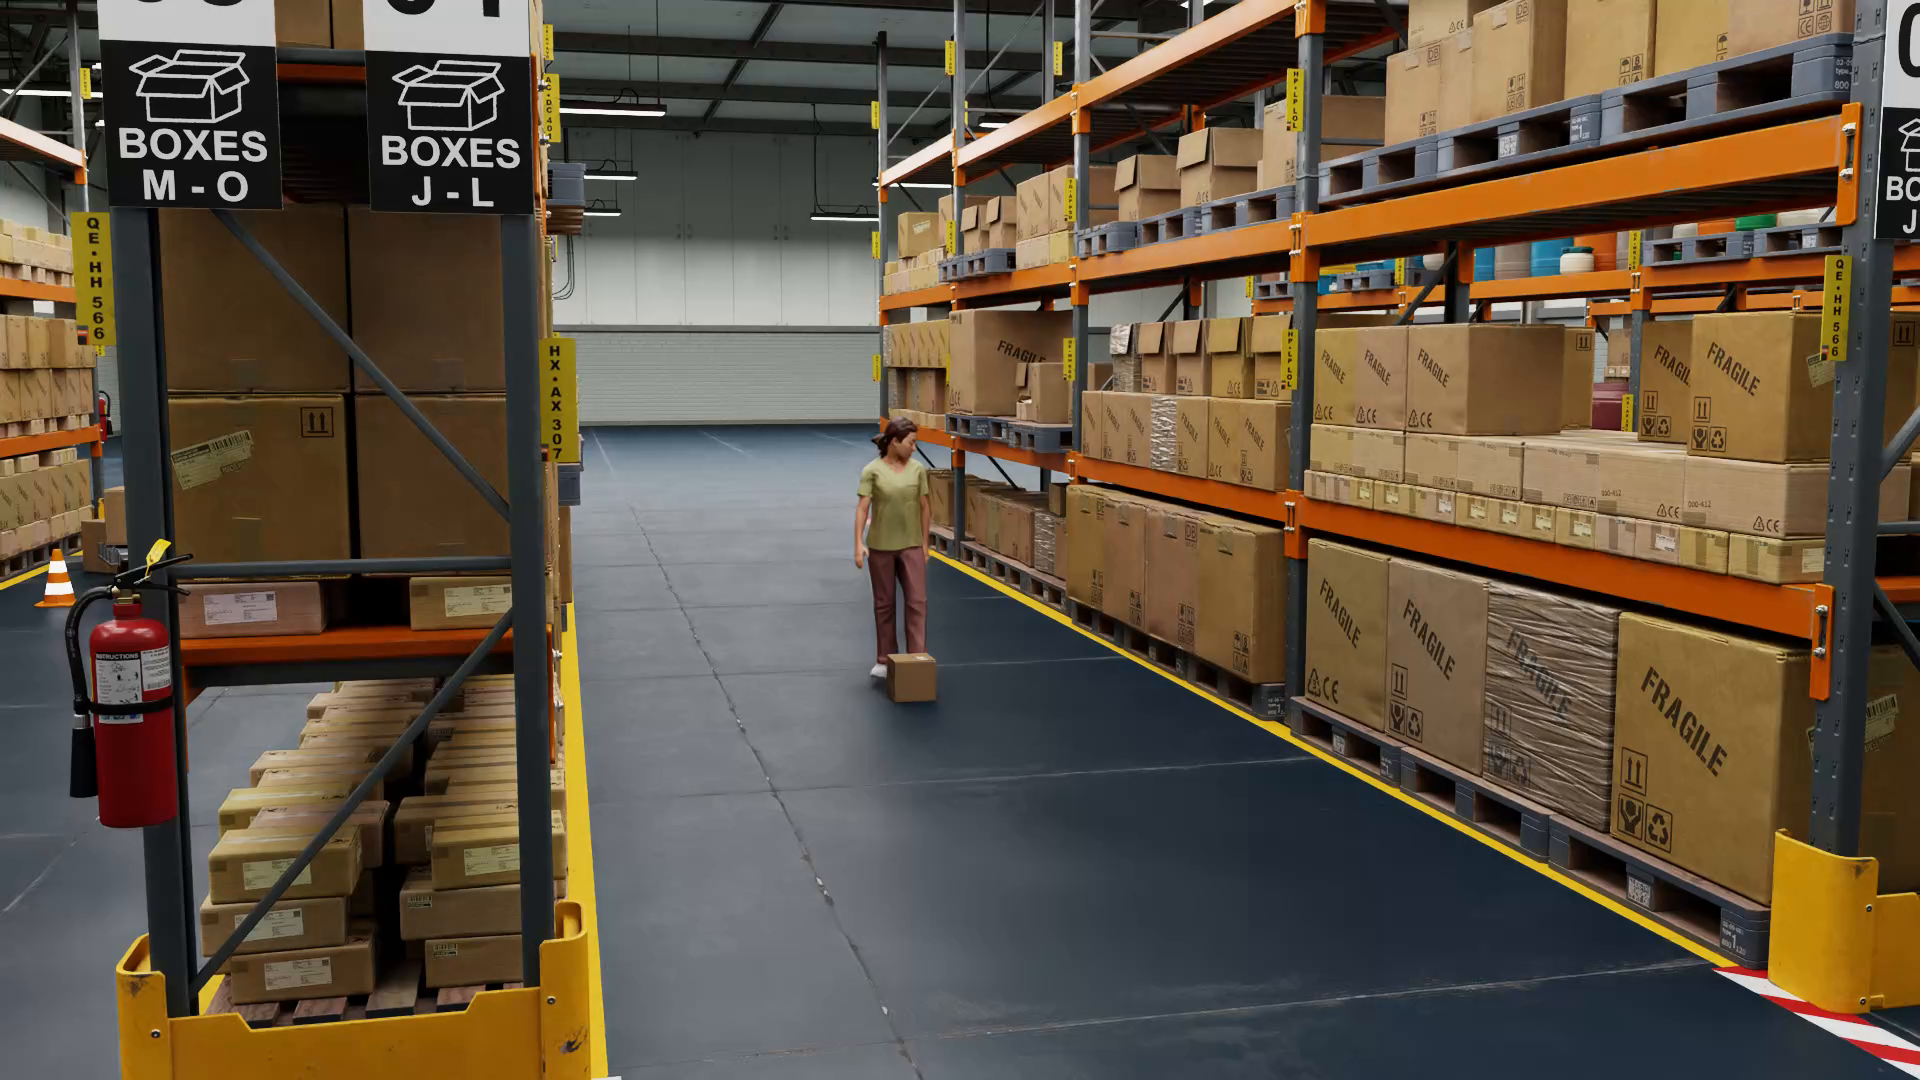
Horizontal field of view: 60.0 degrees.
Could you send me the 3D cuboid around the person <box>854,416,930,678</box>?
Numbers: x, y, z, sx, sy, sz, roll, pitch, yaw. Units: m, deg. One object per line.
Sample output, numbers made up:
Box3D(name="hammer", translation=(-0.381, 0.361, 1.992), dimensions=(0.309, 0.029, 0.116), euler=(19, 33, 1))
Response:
Box3D(name="person", translation=(-0.416, 0.066, 10.352), dimensions=(0.496, 1.662, 0.731), euler=(-1, 6, -7))
